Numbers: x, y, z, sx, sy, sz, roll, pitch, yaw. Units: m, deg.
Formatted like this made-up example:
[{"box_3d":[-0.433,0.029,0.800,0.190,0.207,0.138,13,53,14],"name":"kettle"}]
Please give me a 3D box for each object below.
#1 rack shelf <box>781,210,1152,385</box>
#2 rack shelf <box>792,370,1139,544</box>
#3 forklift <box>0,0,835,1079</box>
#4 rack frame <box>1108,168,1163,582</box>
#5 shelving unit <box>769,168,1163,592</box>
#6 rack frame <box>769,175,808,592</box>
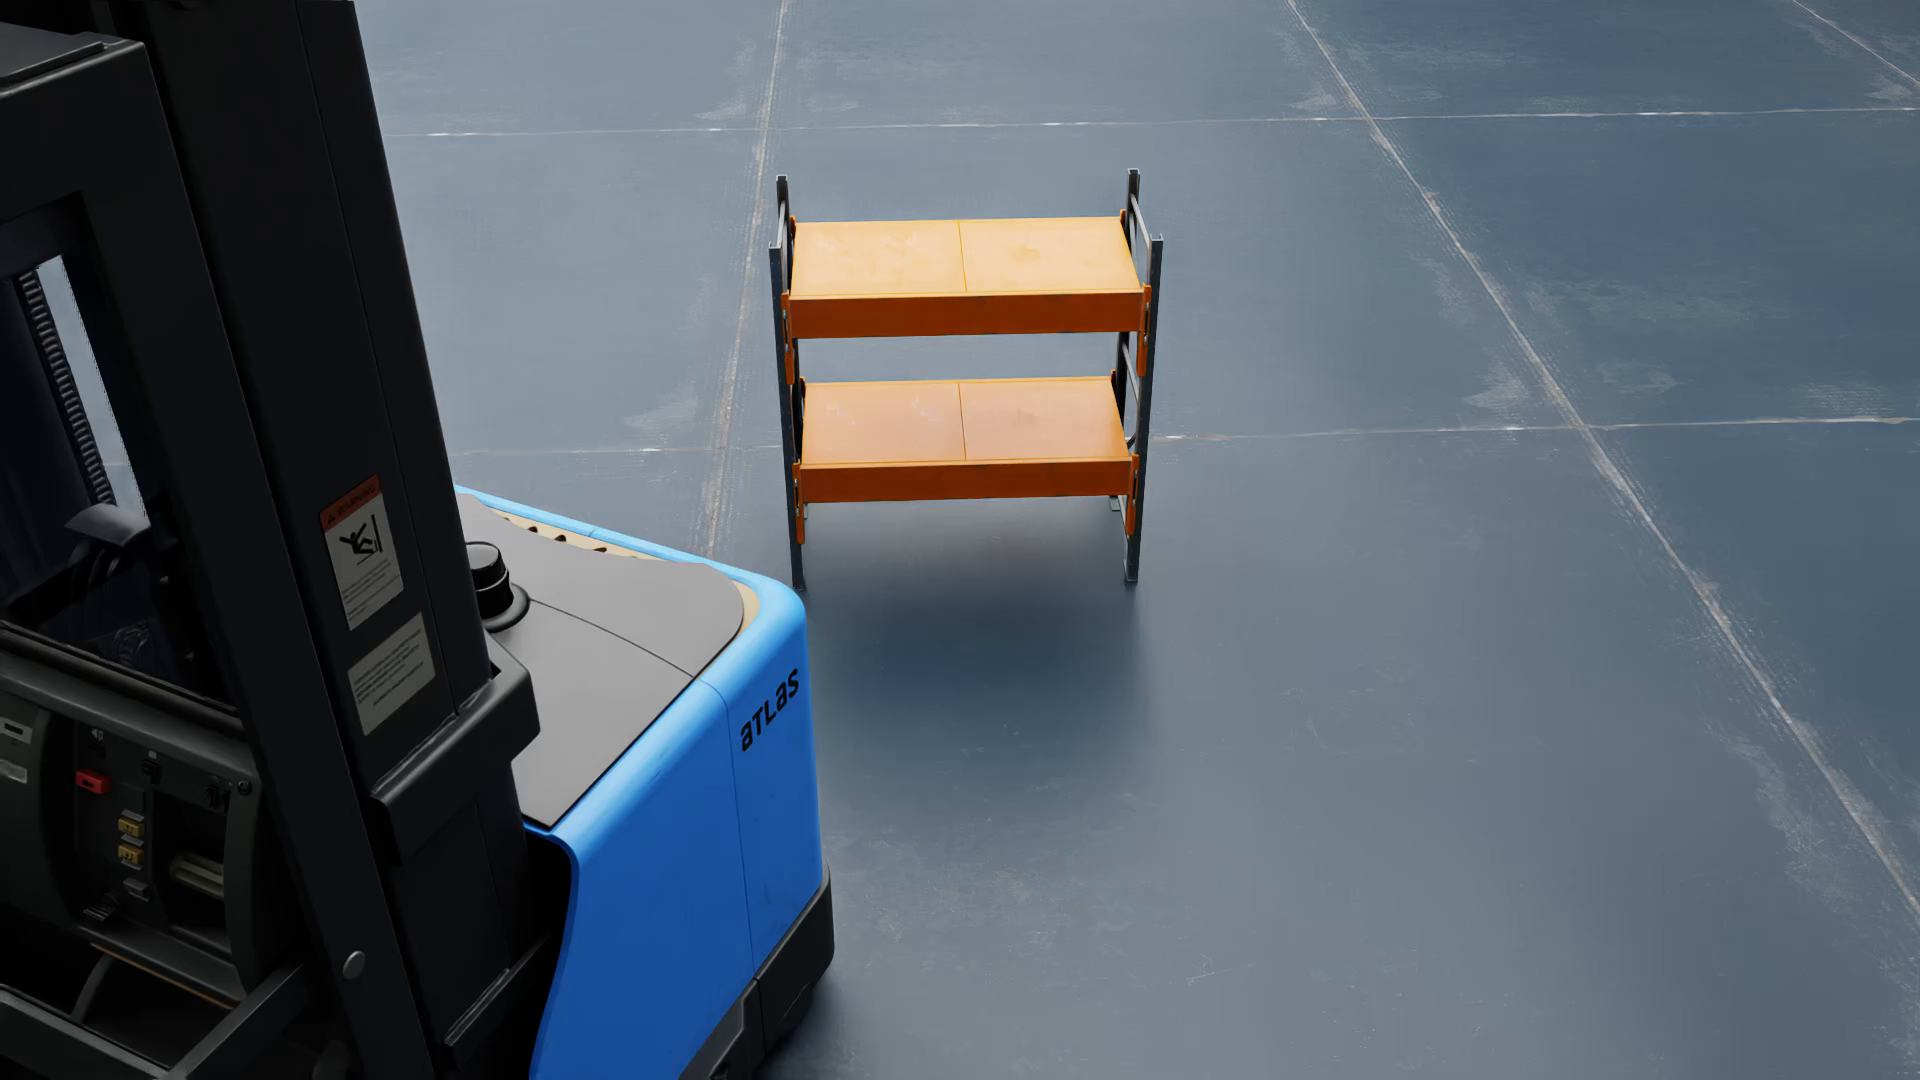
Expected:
[{"box_3d":[0.007,-0.703,4.764,1.000,0.278,0.538,-2,35,-2],"name":"rack shelf"},{"box_3d":[0.007,-0.262,5.069,1.000,0.278,0.538,-2,35,-2],"name":"rack shelf"},{"box_3d":[-1.378,0.405,2.089,1.130,2.935,3.031,15,38,21],"name":"forklift"},{"box_3d":[0.515,-0.476,4.950,0.032,1.125,0.500,-2,35,-2],"name":"rack frame"},{"box_3d":[0.007,-0.463,4.930,1.048,1.125,0.538,-2,35,-2],"name":"shelving unit"},{"box_3d":[-0.501,-0.449,4.910,0.032,1.125,0.500,-2,35,-2],"name":"rack frame"}]
